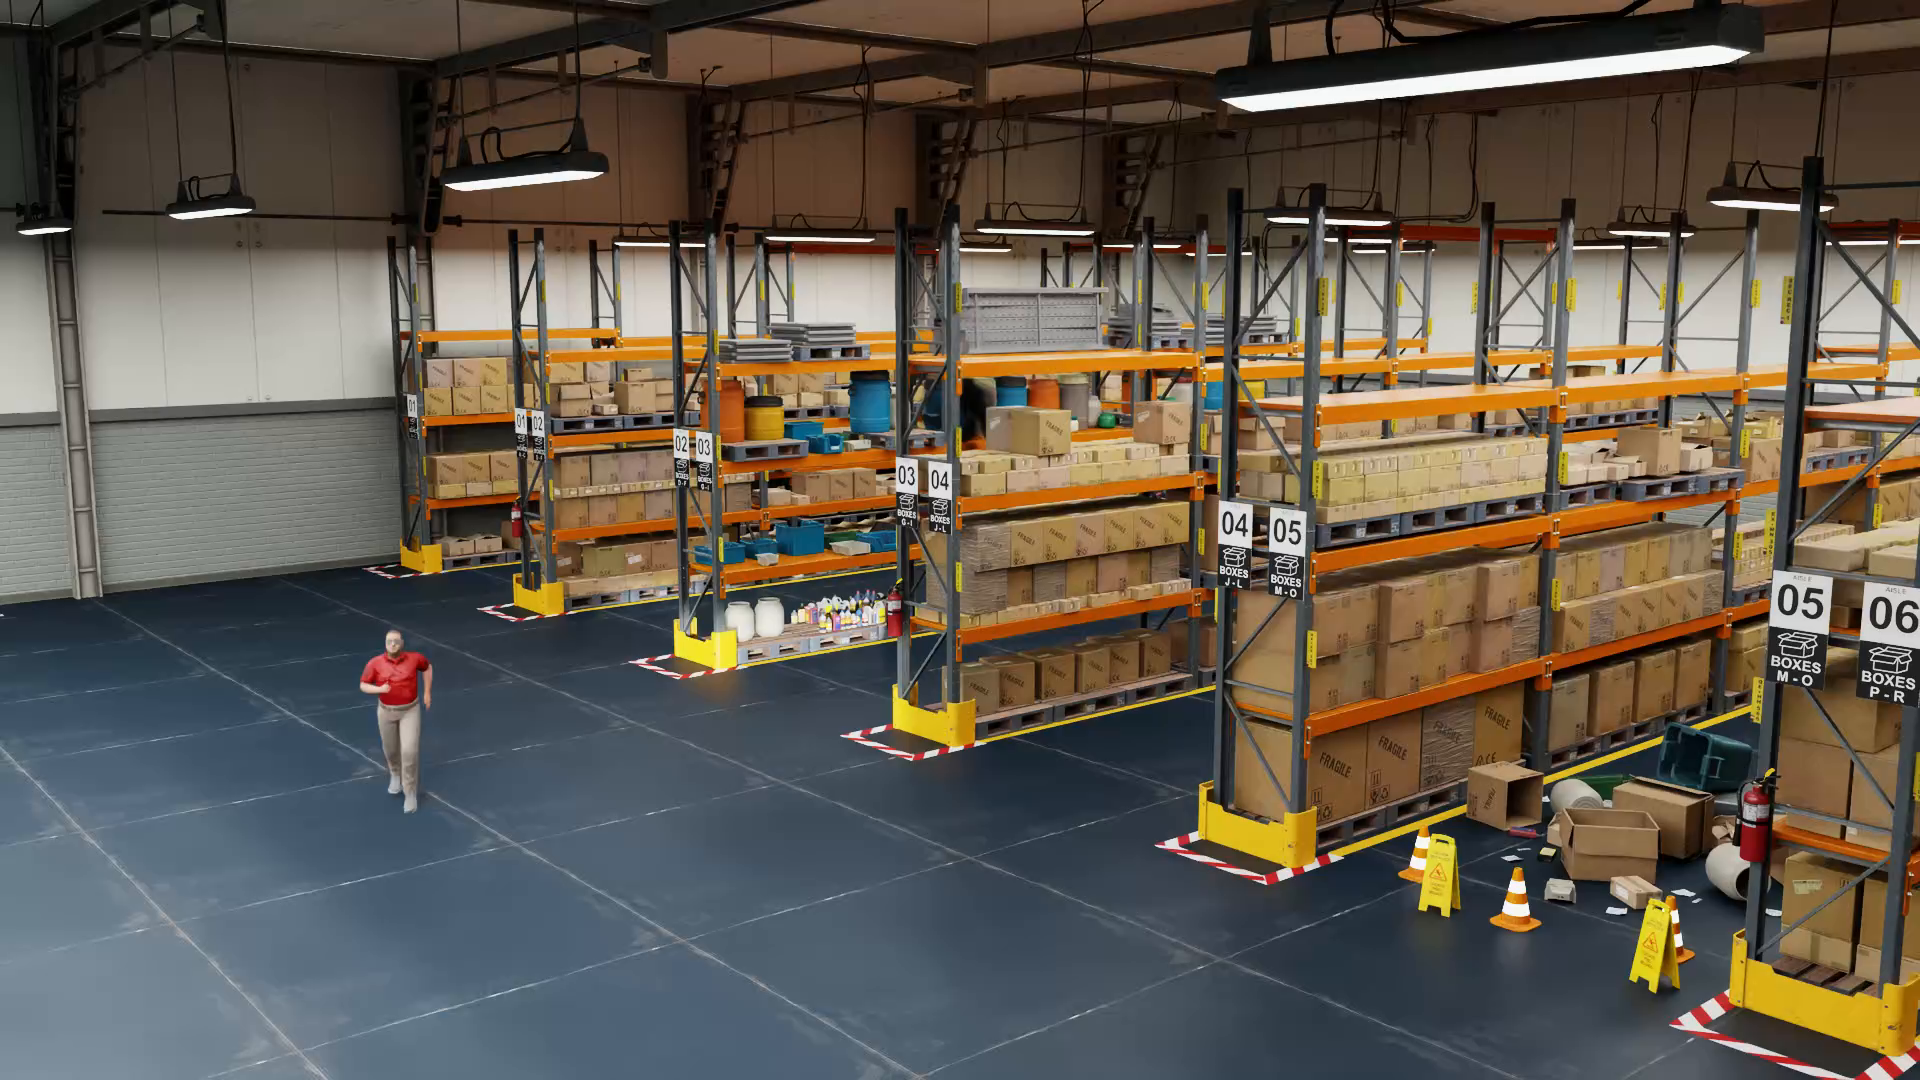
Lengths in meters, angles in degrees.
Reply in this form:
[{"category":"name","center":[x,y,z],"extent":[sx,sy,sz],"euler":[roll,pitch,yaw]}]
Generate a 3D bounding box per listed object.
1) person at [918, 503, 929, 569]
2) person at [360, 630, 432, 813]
[{"category":"person","center":[-0.750,-0.304,28.167],"extent":[0.700,1.780,0.801],"euler":[7,11,38]},{"category":"person","center":[-5.624,1.770,16.636],"extent":[0.664,1.791,0.848],"euler":[-2,9,-13]}]
